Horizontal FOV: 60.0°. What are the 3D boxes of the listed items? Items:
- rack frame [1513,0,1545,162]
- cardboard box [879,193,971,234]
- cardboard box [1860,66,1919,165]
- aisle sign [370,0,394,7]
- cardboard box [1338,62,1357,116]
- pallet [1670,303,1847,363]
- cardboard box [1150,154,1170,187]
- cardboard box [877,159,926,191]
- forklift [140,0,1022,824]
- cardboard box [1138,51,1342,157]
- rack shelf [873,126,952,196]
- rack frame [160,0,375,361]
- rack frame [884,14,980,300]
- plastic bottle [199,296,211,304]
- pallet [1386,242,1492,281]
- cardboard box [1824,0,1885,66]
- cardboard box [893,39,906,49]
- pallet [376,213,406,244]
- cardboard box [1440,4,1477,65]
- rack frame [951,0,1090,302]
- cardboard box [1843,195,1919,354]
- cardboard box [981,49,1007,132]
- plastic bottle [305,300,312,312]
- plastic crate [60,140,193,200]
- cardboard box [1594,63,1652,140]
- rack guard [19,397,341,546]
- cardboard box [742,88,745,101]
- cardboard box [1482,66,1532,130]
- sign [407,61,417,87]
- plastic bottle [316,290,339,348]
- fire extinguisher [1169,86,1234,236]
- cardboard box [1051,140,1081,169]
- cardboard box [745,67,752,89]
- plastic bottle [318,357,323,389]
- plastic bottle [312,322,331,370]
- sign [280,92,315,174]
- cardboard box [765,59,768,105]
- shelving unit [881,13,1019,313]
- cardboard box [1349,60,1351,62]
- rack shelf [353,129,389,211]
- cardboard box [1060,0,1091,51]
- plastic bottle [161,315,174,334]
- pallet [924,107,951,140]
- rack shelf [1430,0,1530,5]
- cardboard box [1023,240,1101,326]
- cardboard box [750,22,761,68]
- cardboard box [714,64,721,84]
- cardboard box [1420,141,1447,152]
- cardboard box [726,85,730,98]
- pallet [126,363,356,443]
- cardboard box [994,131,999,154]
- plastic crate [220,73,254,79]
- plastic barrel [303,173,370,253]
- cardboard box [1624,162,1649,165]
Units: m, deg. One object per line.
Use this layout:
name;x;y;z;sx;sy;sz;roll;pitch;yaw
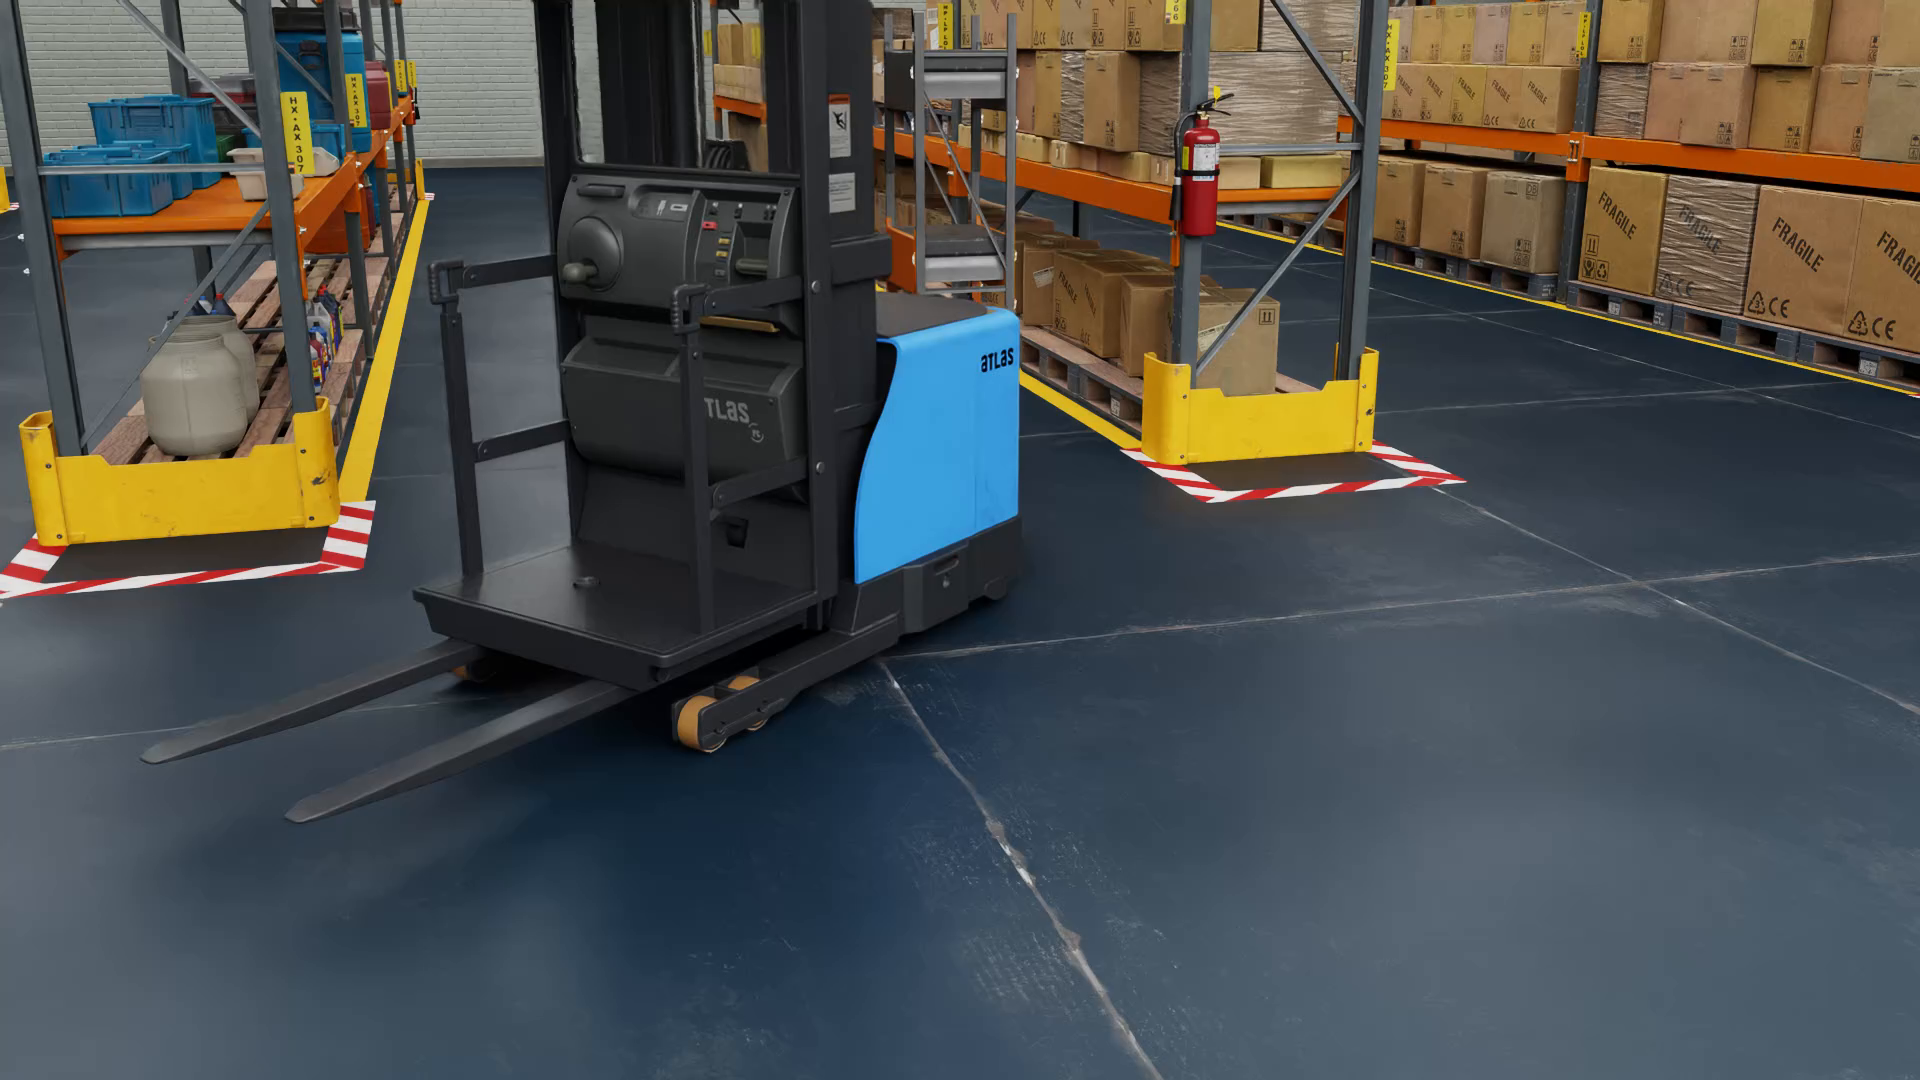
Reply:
rack frame;7.765;-5.976;21.634;1.000;3.000;0.127;-5;17;-15
cardboard box;-0.296;-2.764;14.519;0.700;0.500;0.500;-6;18;-20
cardboard box;6.014;-2.559;9.996;0.875;0.550;0.550;-5;17;-15
aisle sign;-7.363;-7.196;21.174;0.394;0.787;0.004;-5;17;-15
cardboard box;3.996;-4.353;16.055;0.500;0.500;0.500;-5;17;-15
pallet;5.705;-1.454;11.426;1.003;0.211;1.213;-5;17;-15
cardboard box;1.189;-1.885;8.450;0.380;0.149;0.250;-5;17;-15
cardboard box;-0.451;-3.276;14.921;0.500;0.250;0.500;-4;17;-13
forklift;-1.006;-0.935;4.970;1.130;2.935;3.031;11;20;32
cardboard box;1.410;-2.218;8.432;0.875;0.500;0.500;-5;17;-15
rack shelf;-0.115;-3.189;13.604;1.077;0.370;4.000;-5;17;-15
rack frame;-4.327;-2.588;10.355;1.000;3.000;0.127;-5;17;-15
rack frame;-0.113;-1.119;7.027;0.400;2.100;0.015;-5;17;-15
plastic bottle;-4.661;-1.370;10.275;0.097;0.271;0.097;0;17;0
pallet;4.608;-2.554;15.088;1.003;0.211;1.213;-5;17;-15
cardboard box;6.003;-3.243;10.396;0.875;0.550;0.550;-5;17;-15
cardboard box;-0.228;-4.043;14.293;0.700;0.500;0.500;-2;17;-7
pallet;-6.354;-3.249;17.401;1.003;0.211;1.213;-5;17;-15
cardboard box;4.671;-4.429;14.572;0.700;0.500;0.500;-5;17;-16
rack frame;0.435;-2.980;11.658;1.000;3.000;0.127;-5;17;-15
cardboard box;6.081;-1.604;10.040;0.875;0.875;0.875;-5;17;-15
cardboard box;0.603;-2.900;10.701;0.875;0.500;0.500;-5;17;-15
plastic bottle;-4.012;-1.364;10.117;0.144;0.351;0.185;-5;17;-15
plastic crate;-3.826;-1.706;7.674;0.499;0.251;0.408;-5;17;-15
cardboard box;5.345;-3.315;12.513;0.875;0.550;0.550;-5;17;-15
rack guard;-3.294;-0.302;7.089;1.175;0.500;0.348;-5;17;-15
cardboard box;-2.445;-5.416;20.203;0.380;0.149;0.250;-4;17;-14
cardboard box;4.693;-3.655;13.732;0.500;0.500;0.500;-5;17;-16
sign;-7.100;-6.034;21.541;0.100;0.325;0.005;-5;17;-15
plastic bottle;-3.820;-1.322;9.979;0.144;0.351;0.185;-6;18;-18
fire extinguisher;1.123;-1.768;7.759;0.296;0.674;0.183;-5;17;-15
cardboard box;0.744;-2.222;9.573;0.380;0.149;0.250;-5;17;-15
cardboard box;-2.282;-5.508;19.817;0.500;0.250;0.500;-4;17;-14
plastic bottle;-3.455;-0.907;8.858;0.097;0.201;0.097;0;17;0
plastic bottle;-3.604;-1.091;9.347;0.097;0.271;0.097;0;17;0
sign;-2.698;-1.657;6.772;0.100;0.325;0.005;-5;17;-15
cardboard box;-1.877;-5.094;18.521;0.500;0.500;0.500;-5;17;-15
shelving unit;-0.045;-1.051;6.802;0.431;2.100;0.503;-5;17;-15
cardboard box;4.193;-4.823;16.985;0.380;0.149;0.250;-4;17;-13
rack shelf;-4.877;-2.797;12.300;1.077;0.370;4.000;-5;17;-15
cardboard box;0.868;-2.952;9.135;0.500;0.500;0.500;-5;17;-15
plastic bottle;-4.284;-1.053;9.084;0.144;0.351;0.185;-4;17;-13
pallet;0.365;-3.111;12.428;1.003;0.211;1.213;-5;17;-15
rack shelf;7.215;-7.622;23.147;1.077;0.370;4.000;-5;17;-15
cardboard box;0.671;-1.712;11.053;0.500;0.500;0.500;1;17;2
cardboard box;-2.147;-5.729;19.249;0.500;0.500;0.500;-4;17;-14
cardboard box;-2.990;-6.216;22.174;0.500;0.250;0.500;-5;17;-17
cardboard box;7.203;-5.630;24.203;0.875;0.438;0.875;-4;17;-14
cardboard box;-2.798;-5.771;21.385;0.380;0.149;0.250;-5;17;-16
pallet;-3.844;-0.726;9.001;1.003;0.211;1.213;-5;17;-15
cardboard box;0.434;-2.571;10.733;0.380;0.149;0.250;-5;17;-15
plastic crate;-5.277;-3.254;12.460;0.402;0.464;0.583;-5;17;-15
plastic barrel;-5.577;-2.991;14.736;0.600;0.830;0.708;-5;17;-15
cardboard box;8.513;-4.498;19.676;0.875;0.875;0.875;-4;17;-15
